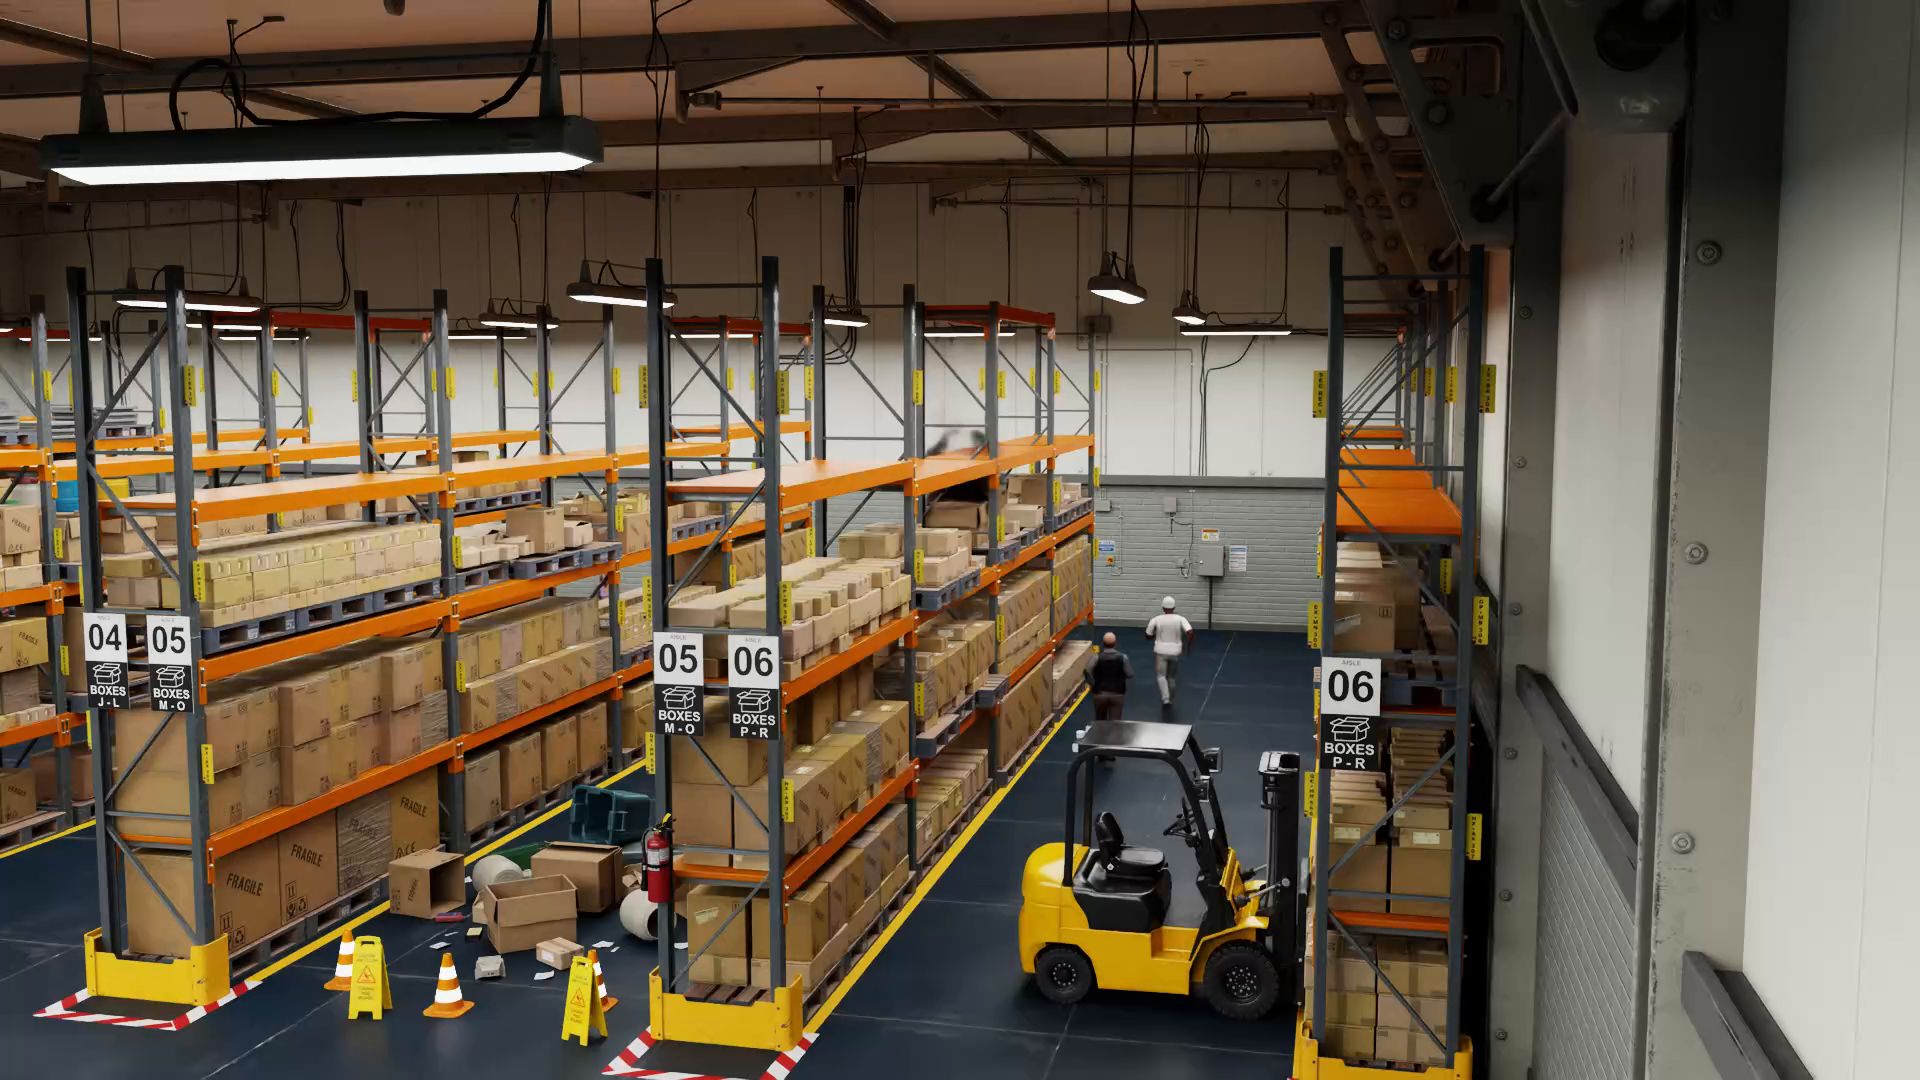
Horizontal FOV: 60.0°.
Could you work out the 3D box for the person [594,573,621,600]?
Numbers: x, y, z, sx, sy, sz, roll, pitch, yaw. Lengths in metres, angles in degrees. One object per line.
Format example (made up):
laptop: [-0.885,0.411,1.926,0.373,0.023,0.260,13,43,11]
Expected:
person: [-6.319,1.409,29.836,0.555,1.492,0.847,-1,6,-12]

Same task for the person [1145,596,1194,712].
person: [3.145,1.719,25.146,0.702,1.751,0.990,0,6,-2]

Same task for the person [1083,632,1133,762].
person: [1.955,2.092,21.884,0.641,1.767,0.740,1,6,9]
